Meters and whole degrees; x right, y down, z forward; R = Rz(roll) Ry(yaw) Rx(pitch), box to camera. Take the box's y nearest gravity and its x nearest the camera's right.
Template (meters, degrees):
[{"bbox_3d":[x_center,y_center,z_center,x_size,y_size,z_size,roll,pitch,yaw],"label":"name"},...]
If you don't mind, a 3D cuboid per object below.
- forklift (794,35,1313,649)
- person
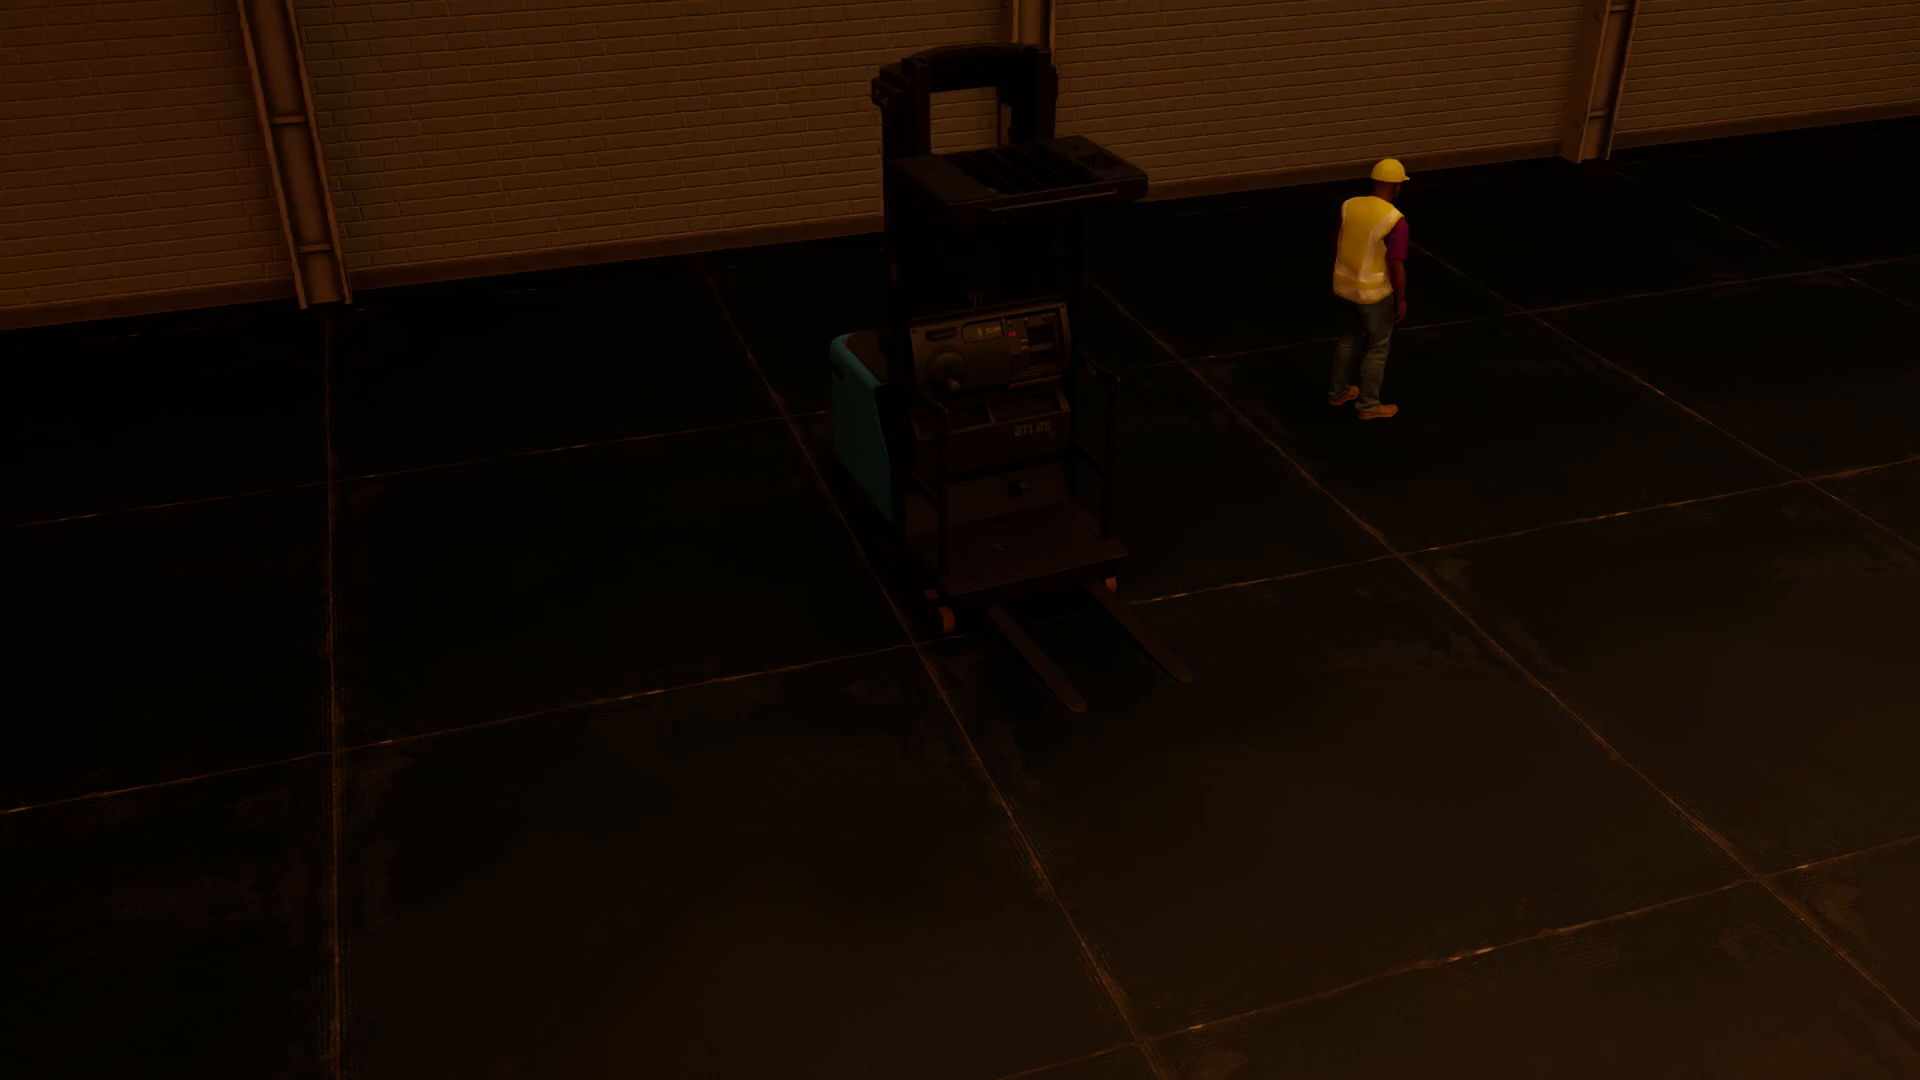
[{"bbox_3d":[0.510,-1.095,8.990,3.031,2.935,1.130,20,35,31],"label":"forklift"},{"bbox_3d":[2.756,-1.693,11.210,0.463,1.759,0.626,-19,35,-30],"label":"person"}]
